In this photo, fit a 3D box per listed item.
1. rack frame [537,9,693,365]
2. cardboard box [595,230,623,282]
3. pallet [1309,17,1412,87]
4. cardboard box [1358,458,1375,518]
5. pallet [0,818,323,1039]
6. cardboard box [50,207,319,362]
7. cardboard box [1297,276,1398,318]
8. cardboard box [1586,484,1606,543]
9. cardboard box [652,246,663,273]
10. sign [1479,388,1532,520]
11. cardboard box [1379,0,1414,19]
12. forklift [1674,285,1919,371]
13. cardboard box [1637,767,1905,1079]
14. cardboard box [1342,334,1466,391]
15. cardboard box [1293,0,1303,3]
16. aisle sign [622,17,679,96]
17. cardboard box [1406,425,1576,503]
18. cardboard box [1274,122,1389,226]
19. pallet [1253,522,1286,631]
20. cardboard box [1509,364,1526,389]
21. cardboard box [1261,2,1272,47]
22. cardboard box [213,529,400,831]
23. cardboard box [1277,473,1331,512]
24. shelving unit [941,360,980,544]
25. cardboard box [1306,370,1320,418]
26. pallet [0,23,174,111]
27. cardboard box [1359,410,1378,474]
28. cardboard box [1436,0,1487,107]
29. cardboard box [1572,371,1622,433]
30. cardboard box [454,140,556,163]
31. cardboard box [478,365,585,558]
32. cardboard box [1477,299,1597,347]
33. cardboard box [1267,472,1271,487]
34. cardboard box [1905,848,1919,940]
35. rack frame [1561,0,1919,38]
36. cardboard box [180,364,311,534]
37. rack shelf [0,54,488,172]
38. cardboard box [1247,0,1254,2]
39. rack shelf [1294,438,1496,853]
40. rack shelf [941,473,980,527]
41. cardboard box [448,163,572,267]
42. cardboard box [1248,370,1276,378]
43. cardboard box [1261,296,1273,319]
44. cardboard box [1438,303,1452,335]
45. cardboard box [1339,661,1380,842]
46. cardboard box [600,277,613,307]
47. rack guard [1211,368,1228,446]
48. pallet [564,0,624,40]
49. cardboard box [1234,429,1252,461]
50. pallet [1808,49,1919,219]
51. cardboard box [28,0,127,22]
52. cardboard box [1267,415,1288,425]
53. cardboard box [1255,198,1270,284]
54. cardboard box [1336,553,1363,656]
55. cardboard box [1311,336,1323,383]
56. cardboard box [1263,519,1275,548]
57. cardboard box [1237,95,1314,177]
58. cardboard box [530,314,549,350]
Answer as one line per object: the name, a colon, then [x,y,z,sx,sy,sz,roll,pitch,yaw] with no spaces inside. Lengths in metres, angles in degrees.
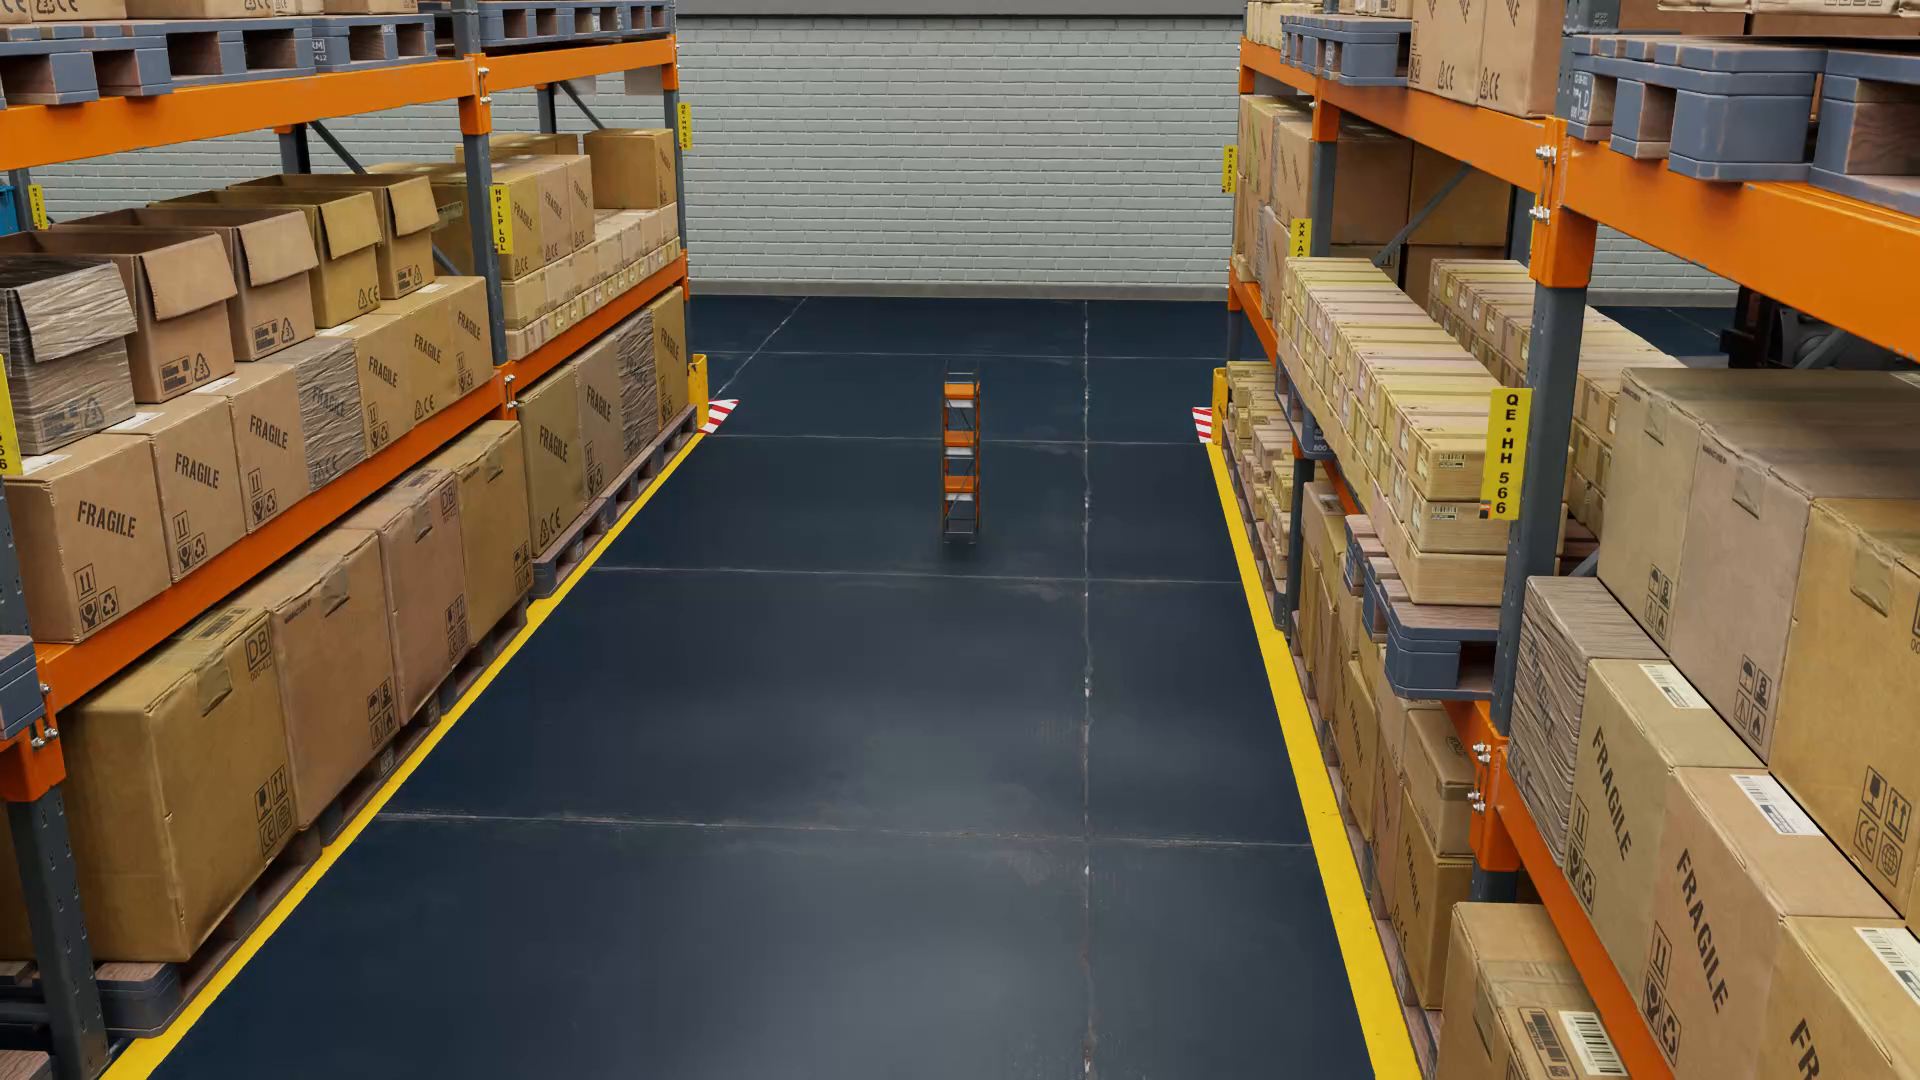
rack frame: [-2.510,-2.310,12.155,1.000,3.000,0.127,1,18,4]
cardboard box: [-2.387,-1.746,10.198,0.500,0.250,0.500,1,18,4]
pallet: [1.921,-1.750,5.931,1.213,0.211,1.003,1,18,4]
cardboard box: [1.492,-0.161,5.327,0.380,0.149,0.250,1,18,3]
pallet: [-2.952,1.257,5.749,1.003,0.211,1.213,1,18,4]
cardboard box: [-2.924,-0.987,6.346,0.797,0.503,0.637,2,18,6]
cardboard box: [1.621,-1.010,6.962,0.380,0.149,0.250,1,18,4]
cardboard box: [2.128,-0.065,5.033,0.380,0.149,0.250,2,18,7]
cardboard box: [-2.243,-1.914,11.349,0.380,0.149,0.250,1,18,4]
sign: [1.314,-0.205,3.999,0.100,0.325,0.005,1,18,4]
cardboard box: [1.901,-2.123,5.927,0.797,0.503,0.637,1,18,3]
forklift: [4.619,-0.988,8.232,1.130,2.935,3.031,-2,18,-7]
cardboard box: [1.485,0.717,2.756,0.500,0.500,0.500,1,18,4]
cardboard box: [1.529,-0.610,5.741,0.380,0.149,0.250,2,18,7]
cardboard box: [1.972,-2.828,8.356,0.500,0.250,0.500,1,18,2]
aisle sign: [-2.206,-3.561,11.798,0.394,0.787,0.004,1,18,4]
cardboard box: [1.434,-0.209,4.516,0.380,0.149,0.250,1,18,2]
cardboard box: [1.939,-1.902,8.667,0.500,0.500,0.500,1,18,2]
pallet: [2.156,0.190,9.003,1.003,0.211,1.213,1,18,4]
cardboard box: [2.198,-0.534,5.988,0.380,0.149,0.250,2,18,6]
cardboard box: [2.077,-3.065,9.882,0.500,0.250,0.500,1,18,2]
cardboard box: [-2.942,0.494,6.335,1.225,0.875,0.875,1,18,4]
cardboard box: [1.888,-0.250,8.816,0.380,0.149,0.250,2,18,5]
shelving unit: [0.004,-0.516,9.810,0.215,1.050,0.252,1,18,4]
cardboard box: [1.583,-0.573,6.583,0.380,0.149,0.250,0,18,1]
pallet: [-3.090,-1.362,4.749,1.213,0.211,1.003,2,18,6]
cardboard box: [1.490,-0.311,5.305,0.380,0.149,0.250,1,18,4]
cardboard box: [1.667,-1.495,4.690,0.500,0.500,0.500,1,18,4]
cardboard box: [2.141,-0.427,5.183,0.380,0.149,0.250,1,18,2]
cardboard box: [-2.881,-2.277,10.614,0.500,0.500,0.500,1,18,2]
cardboard box: [-2.670,-0.461,9.250,0.875,0.875,0.875,1,18,4]
cardboard box: [2.230,-0.838,6.436,0.380,0.149,0.250,1,18,2]
cardboard box: [1.972,-0.340,9.569,0.380,0.149,0.250,2,18,5]
cardboard box: [1.708,0.409,2.092,0.700,0.500,0.500,1,18,3]
rack frame: [1.856,-2.534,3.205,1.000,3.000,0.127,1,18,4]
cardboard box: [-2.709,-0.337,5.974,0.500,0.500,0.500,1,18,3]
rack shelf: [-2.940,-1.530,6.113,1.077,0.370,4.000,1,18,4]
cardboard box: [2.139,-3.626,10.792,0.500,0.250,0.500,2,18,5]
rack shelf: [2.000,0.038,6.147,1.077,0.370,4.000,1,18,4]
rack shelf: [0.004,-0.241,9.900,0.215,0.259,0.240,1,18,4]
cardboard box: [-2.464,-1.790,9.127,0.500,0.500,0.500,1,18,4]
cardboard box: [2.154,-1.052,11.265,0.380,0.149,0.250,2,18,5]
cardboard box: [1.970,-1.387,9.743,0.380,0.149,0.250,2,18,5]
cardboard box: [2.294,-0.937,7.217,0.380,0.149,0.250,1,18,4]
cardboard box: [1.705,0.769,6.099,0.500,0.500,0.500,0,18,1]
cardboard box: [-2.334,-1.517,10.138,0.380,0.149,0.250,1,18,2]
rack guard: [2.424,-0.956,12.039,1.175,0.500,0.348,1,18,4]
pallet: [-2.638,-3.083,9.839,1.003,0.211,1.213,1,18,4]
cardboard box: [1.997,-0.620,10.901,0.380,0.149,0.250,2,18,5]
pallet: [1.786,-0.470,2.027,1.003,0.211,1.213,2,18,6]
cardboard box: [-3.138,-1.959,5.432,0.500,0.500,0.500,2,18,7]
cardboard box: [2.056,-0.651,10.041,0.380,0.149,0.250,1,18,4]
cardboard box: [2.031,-1.746,9.797,0.500,0.500,0.500,1,18,2]
cardboard box: [1.750,0.254,6.467,0.500,0.250,0.500,2,18,6]
cardboard box: [1.586,-0.710,6.523,0.380,0.149,0.250,2,18,6]
cardboard box: [1.888,-0.062,9.199,0.380,0.149,0.250,1,18,2]
cardboard box: [2.133,-2.698,11.097,0.500,0.500,0.500,1,18,4]
cardboard box: [-2.425,-1.114,8.910,0.380,0.149,0.250,1,18,2]
